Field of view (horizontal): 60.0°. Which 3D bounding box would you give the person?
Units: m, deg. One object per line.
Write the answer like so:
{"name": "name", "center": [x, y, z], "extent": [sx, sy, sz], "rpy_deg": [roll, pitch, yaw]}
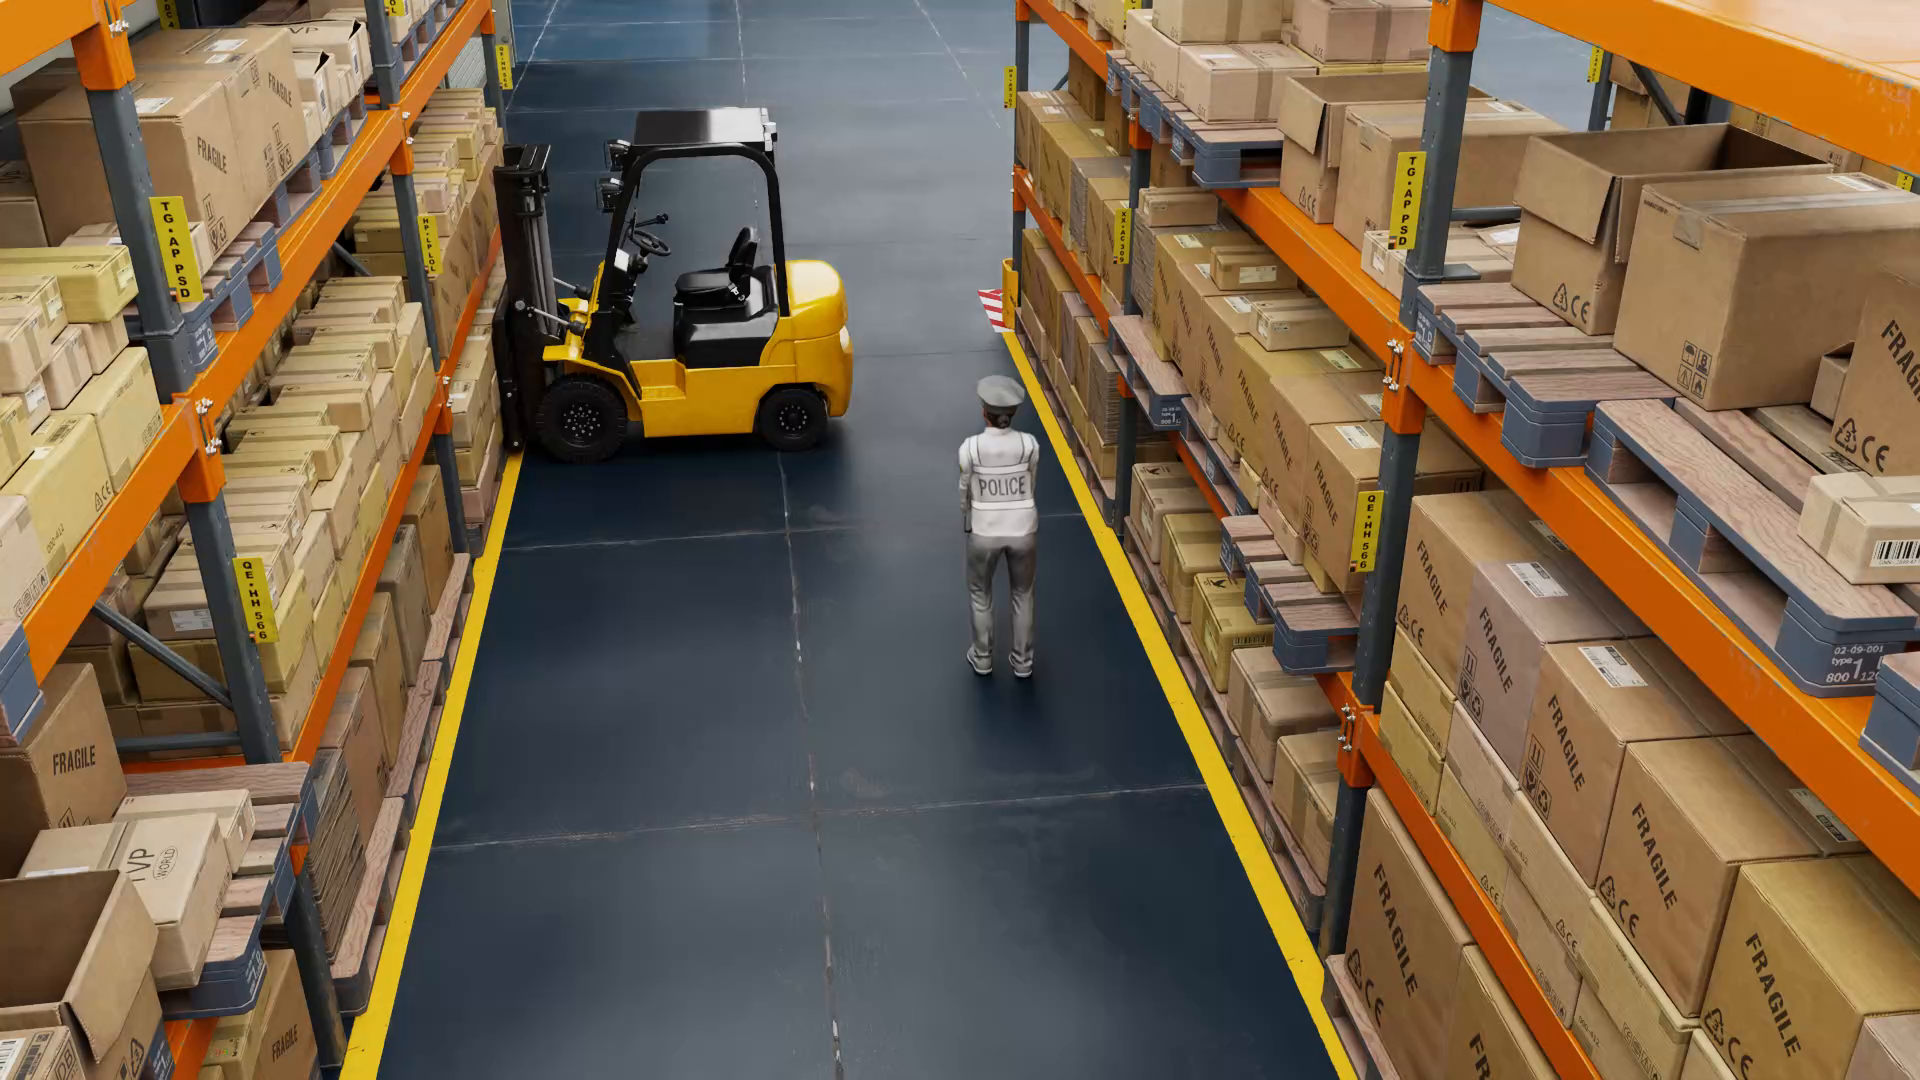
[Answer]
{"name": "person", "center": [0.195, -0.070, 8.751], "extent": [0.416, 1.674, 0.535], "rpy_deg": [-3, 27, -6]}
